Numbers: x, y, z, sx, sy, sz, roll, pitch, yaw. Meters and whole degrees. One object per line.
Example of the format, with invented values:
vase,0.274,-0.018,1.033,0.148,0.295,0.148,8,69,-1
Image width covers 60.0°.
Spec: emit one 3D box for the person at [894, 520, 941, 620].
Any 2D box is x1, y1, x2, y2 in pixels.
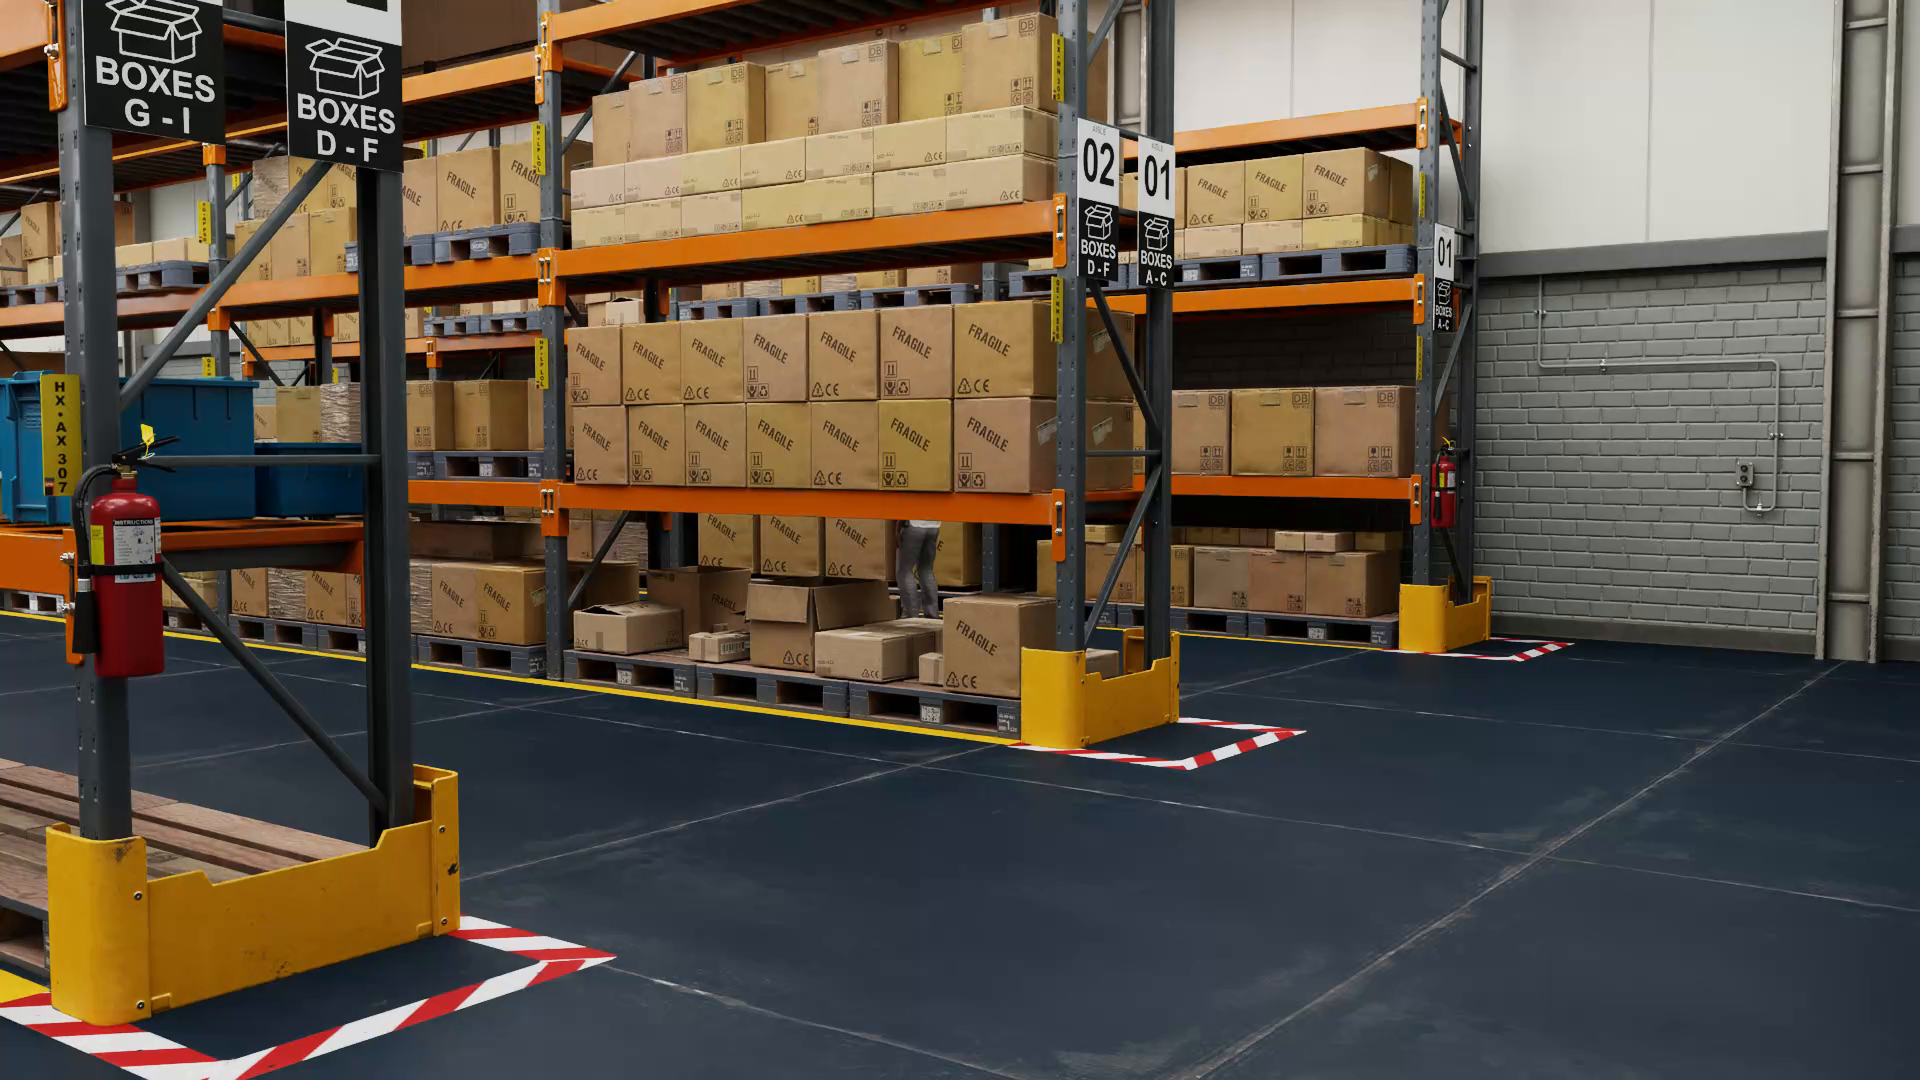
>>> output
person,-0.386,-0.082,14.095,0.405,1.657,0.514,2,4,35
